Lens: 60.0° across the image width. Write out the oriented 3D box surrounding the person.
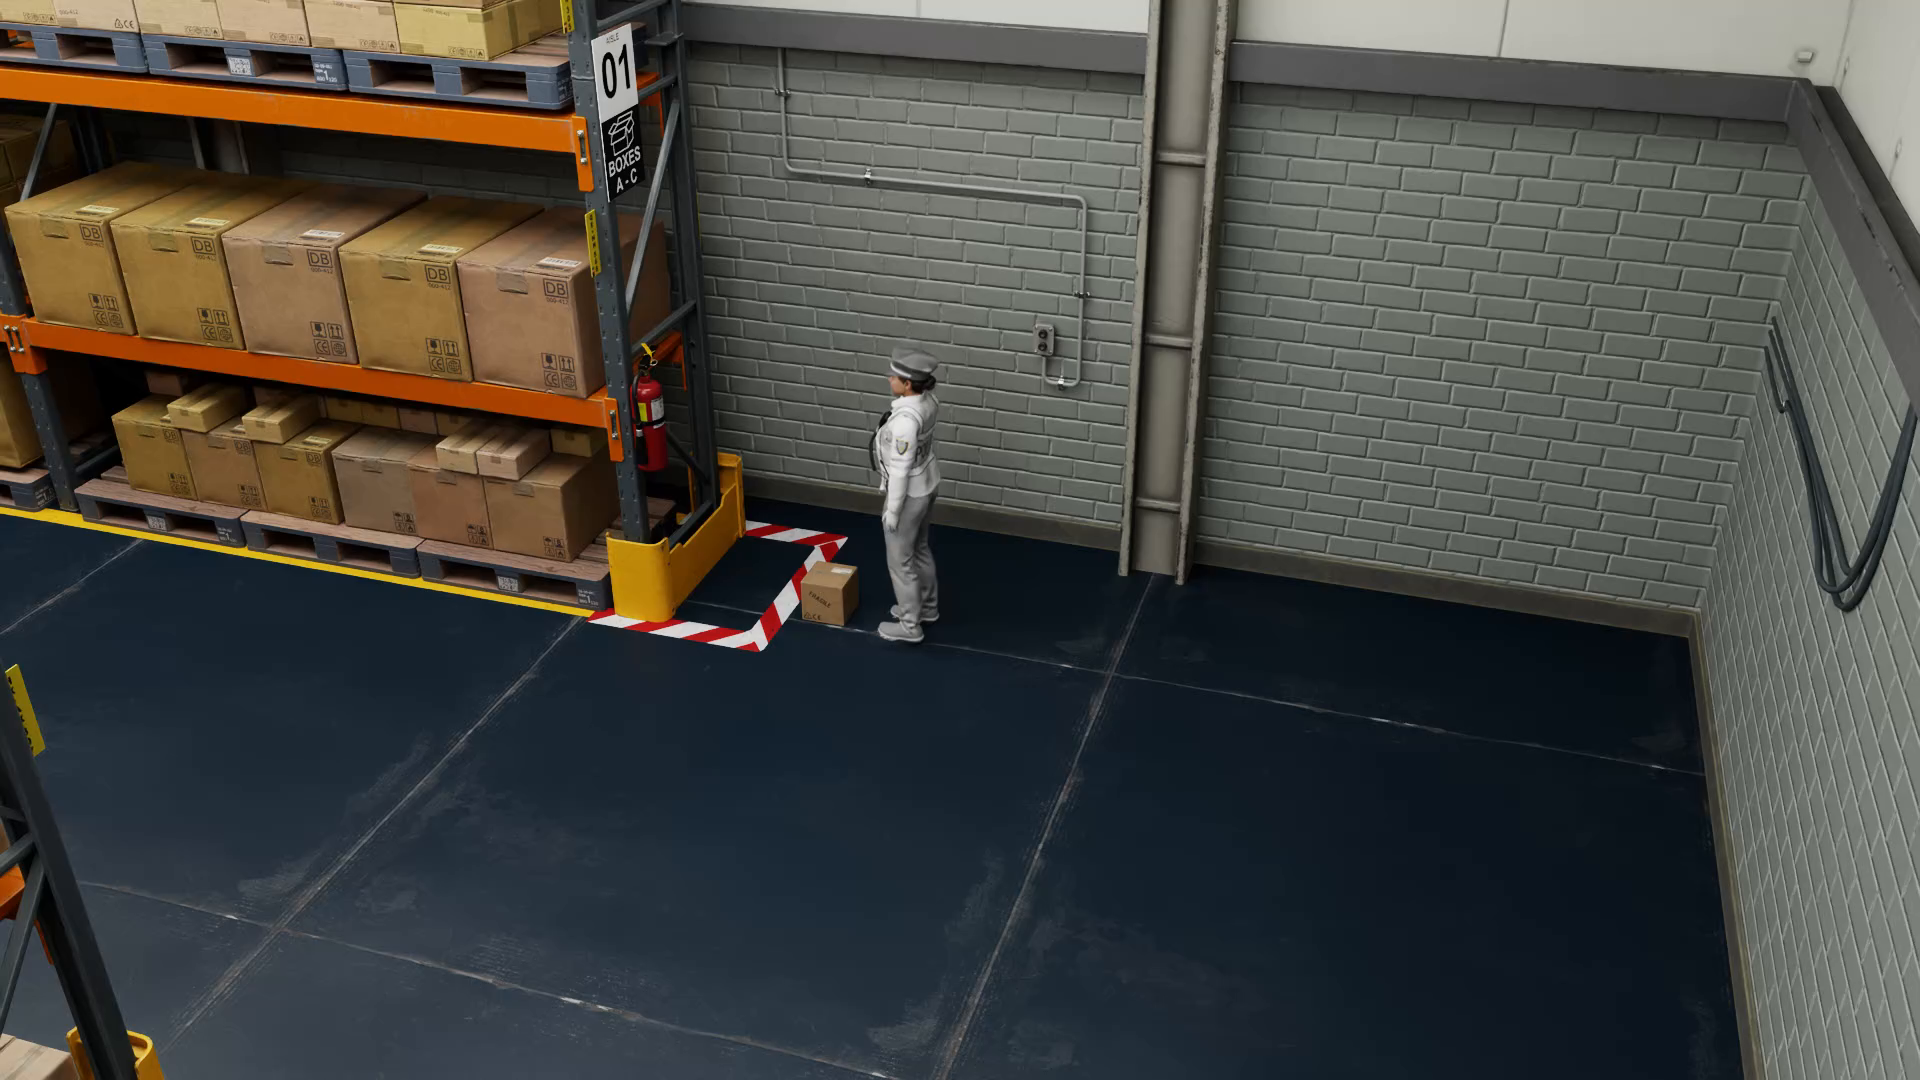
[{"bbox_3d":[-0.279,-0.247,8.922,0.335,1.685,0.472,9,31,16],"label":"person"}]
